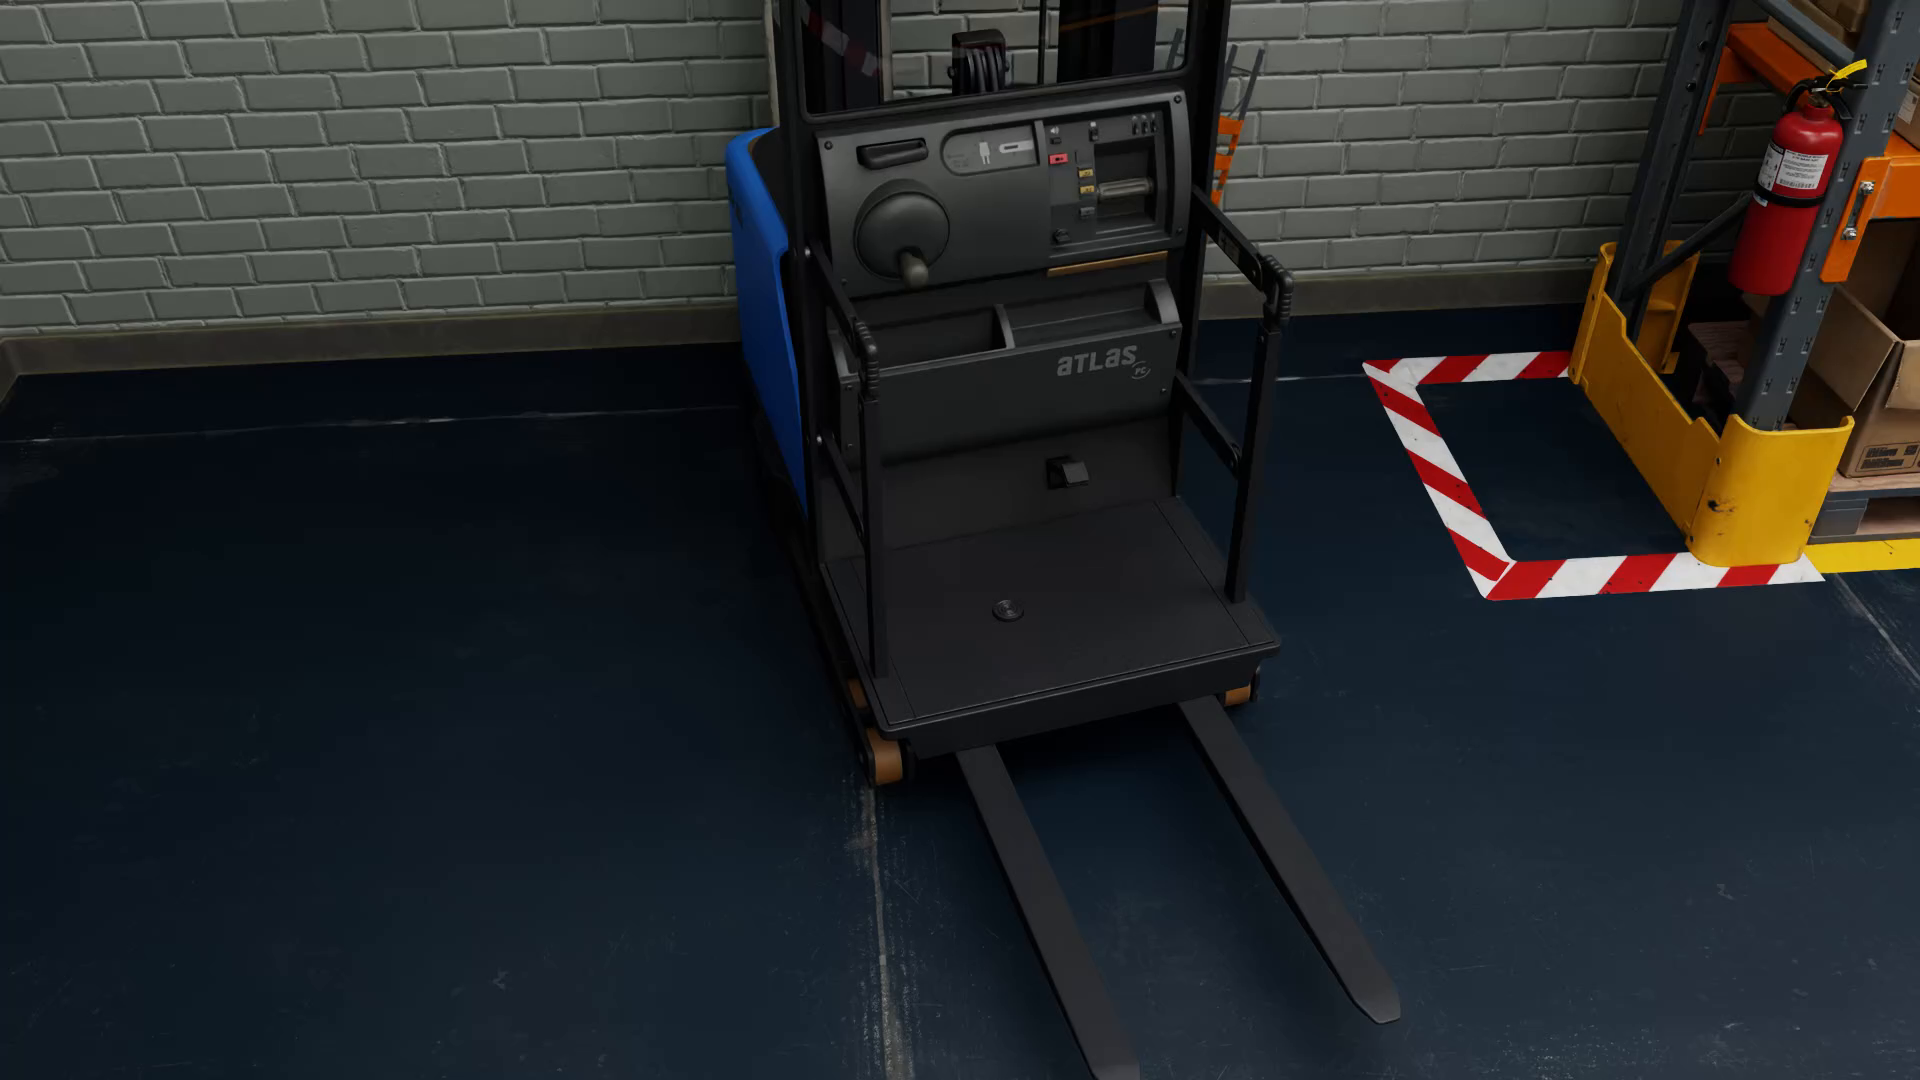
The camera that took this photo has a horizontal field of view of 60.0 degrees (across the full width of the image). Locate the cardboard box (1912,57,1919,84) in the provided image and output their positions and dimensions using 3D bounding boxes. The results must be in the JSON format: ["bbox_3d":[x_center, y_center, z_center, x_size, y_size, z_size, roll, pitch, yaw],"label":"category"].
[{"bbox_3d":[2.813,-1.372,4.448,0.500,0.250,0.500,-3,38,-4],"label":"cardboard box"}]

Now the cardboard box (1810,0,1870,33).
[{"bbox_3d":[2.772,-1.702,4.867,0.500,0.250,0.500,-2,38,-3],"label":"cardboard box"}]

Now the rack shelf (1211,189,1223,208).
[{"bbox_3d":[0.735,-1.181,5.673,0.258,0.103,0.180,29,25,31],"label":"rack shelf"}]

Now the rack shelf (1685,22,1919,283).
[{"bbox_3d":[4.330,-1.283,5.035,4.000,0.370,1.077,-3,38,-4],"label":"rack shelf"}]

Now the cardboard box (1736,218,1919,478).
[{"bbox_3d":[2.955,-0.616,5.285,0.637,0.503,0.797,-5,39,-6],"label":"cardboard box"}]

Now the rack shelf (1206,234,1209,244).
[{"bbox_3d":[0.706,-1.073,5.717,0.258,0.103,0.180,29,25,31],"label":"rack shelf"}]

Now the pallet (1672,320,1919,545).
[{"bbox_3d":[3.207,-0.409,5.599,1.213,0.211,1.003,-3,38,-4],"label":"pallet"}]

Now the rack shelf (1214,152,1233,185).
[{"bbox_3d":[0.764,-1.289,5.629,0.258,0.103,0.180,29,25,31],"label":"rack shelf"}]

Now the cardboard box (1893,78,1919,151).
[{"bbox_3d":[2.689,-1.206,4.559,0.250,0.149,0.380,-3,38,-4],"label":"cardboard box"}]

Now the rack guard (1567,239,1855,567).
[{"bbox_3d":[2.413,-0.478,5.453,0.348,0.500,1.175,-3,38,-4],"label":"rack guard"}]

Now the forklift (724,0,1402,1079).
[{"bbox_3d":[0.186,-0.780,3.872,1.130,2.935,3.031,-11,40,-13],"label":"forklift"}]

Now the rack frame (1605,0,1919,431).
[{"bbox_3d":[2.338,-1.456,4.673,0.127,3.000,1.000,-3,38,-4],"label":"rack frame"}]

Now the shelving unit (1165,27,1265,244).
[{"bbox_3d":[0.717,-1.113,5.701,0.258,1.200,0.189,29,25,31],"label":"shelving unit"}]

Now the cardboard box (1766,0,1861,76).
[{"bbox_3d":[2.644,-1.541,4.984,0.250,0.149,0.380,-4,38,-4],"label":"cardboard box"}]

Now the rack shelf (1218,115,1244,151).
[{"bbox_3d":[0.792,-1.397,5.586,0.258,0.103,0.180,29,25,31],"label":"rack shelf"}]

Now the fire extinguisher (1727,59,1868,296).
[{"bbox_3d":[2.232,-0.986,4.441,0.183,0.674,0.296,-3,38,-4],"label":"fire extinguisher"}]

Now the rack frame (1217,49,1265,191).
[{"bbox_3d":[0.773,-1.127,5.772,0.240,1.200,0.006,29,25,31],"label":"rack frame"}]

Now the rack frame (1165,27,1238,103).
[{"bbox_3d":[0.661,-1.099,5.630,0.240,1.200,0.006,29,25,31],"label":"rack frame"}]
